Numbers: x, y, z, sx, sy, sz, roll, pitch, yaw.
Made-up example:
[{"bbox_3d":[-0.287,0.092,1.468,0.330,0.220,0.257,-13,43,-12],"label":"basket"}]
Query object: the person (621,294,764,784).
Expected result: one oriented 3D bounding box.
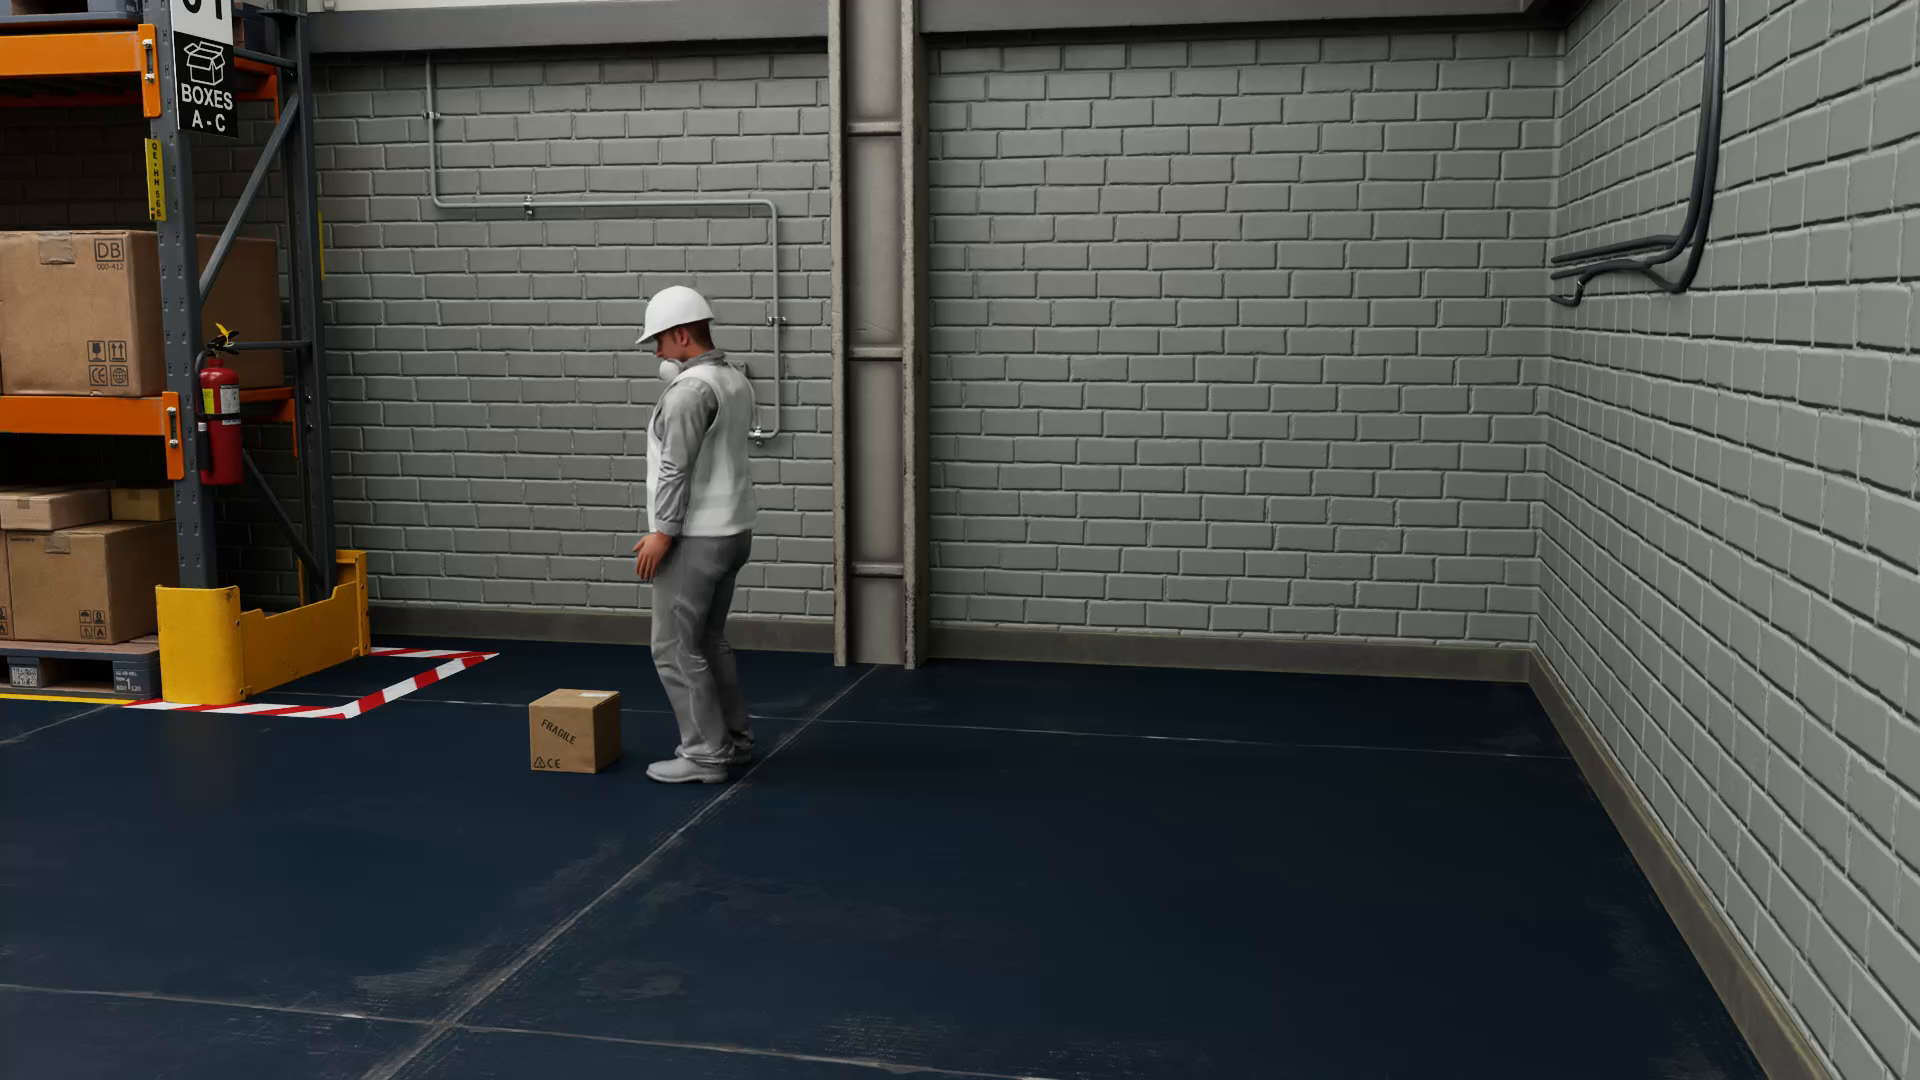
[{"bbox_3d":[-0.956,-0.004,5.939,0.457,1.729,0.556,2,8,13],"label":"person"}]
